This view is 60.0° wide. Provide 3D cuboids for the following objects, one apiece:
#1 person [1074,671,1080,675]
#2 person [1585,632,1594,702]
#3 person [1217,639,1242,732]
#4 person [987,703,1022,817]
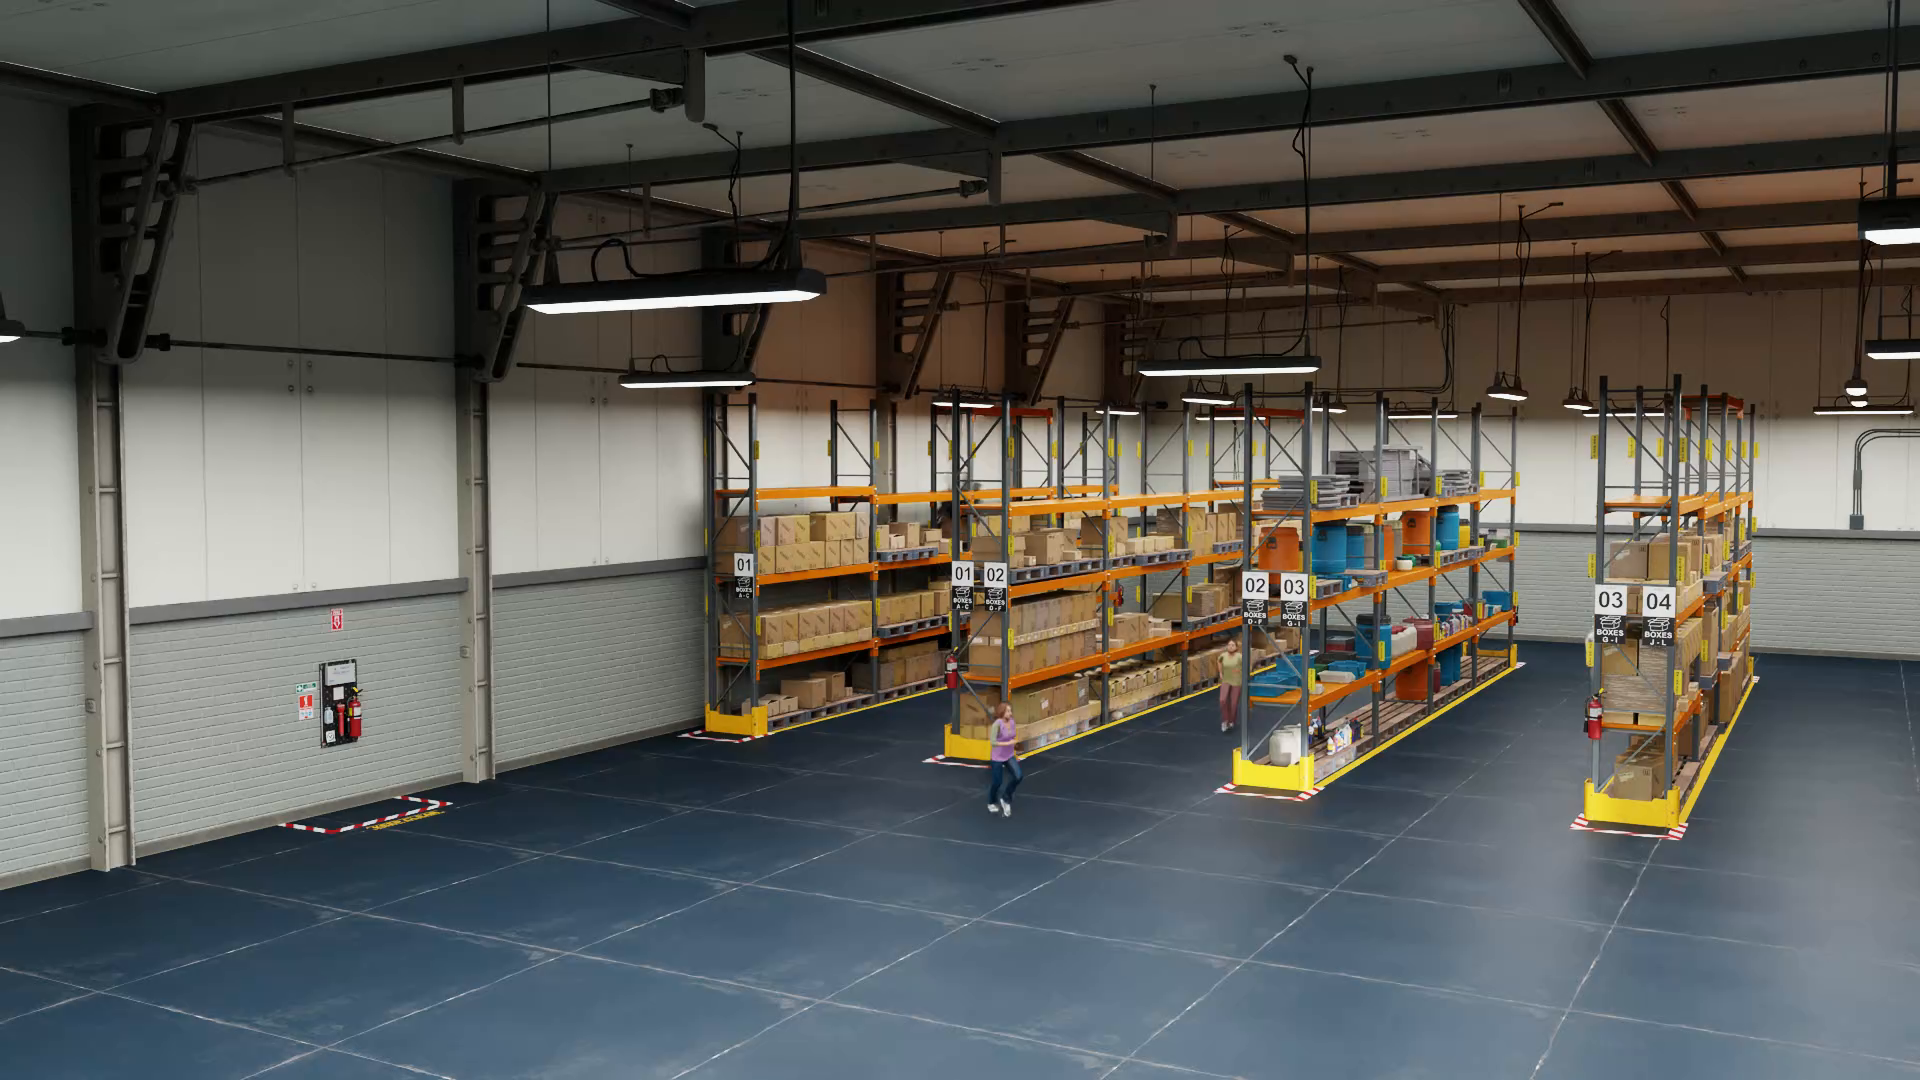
[{"bbox_3d":[2.324,2.259,34.342,0.738,1.797,1.100,1,3,23],"label":"person"},{"bbox_3d":[12.546,2.372,32.610,0.604,1.705,0.914,1,3,25],"label":"person"},{"bbox_3d":[4.836,2.575,29.566,0.566,1.661,0.713,1,3,15],"label":"person"},{"bbox_3d":[0.596,2.988,22.612,0.564,1.540,0.750,-2,4,-36],"label":"person"}]
